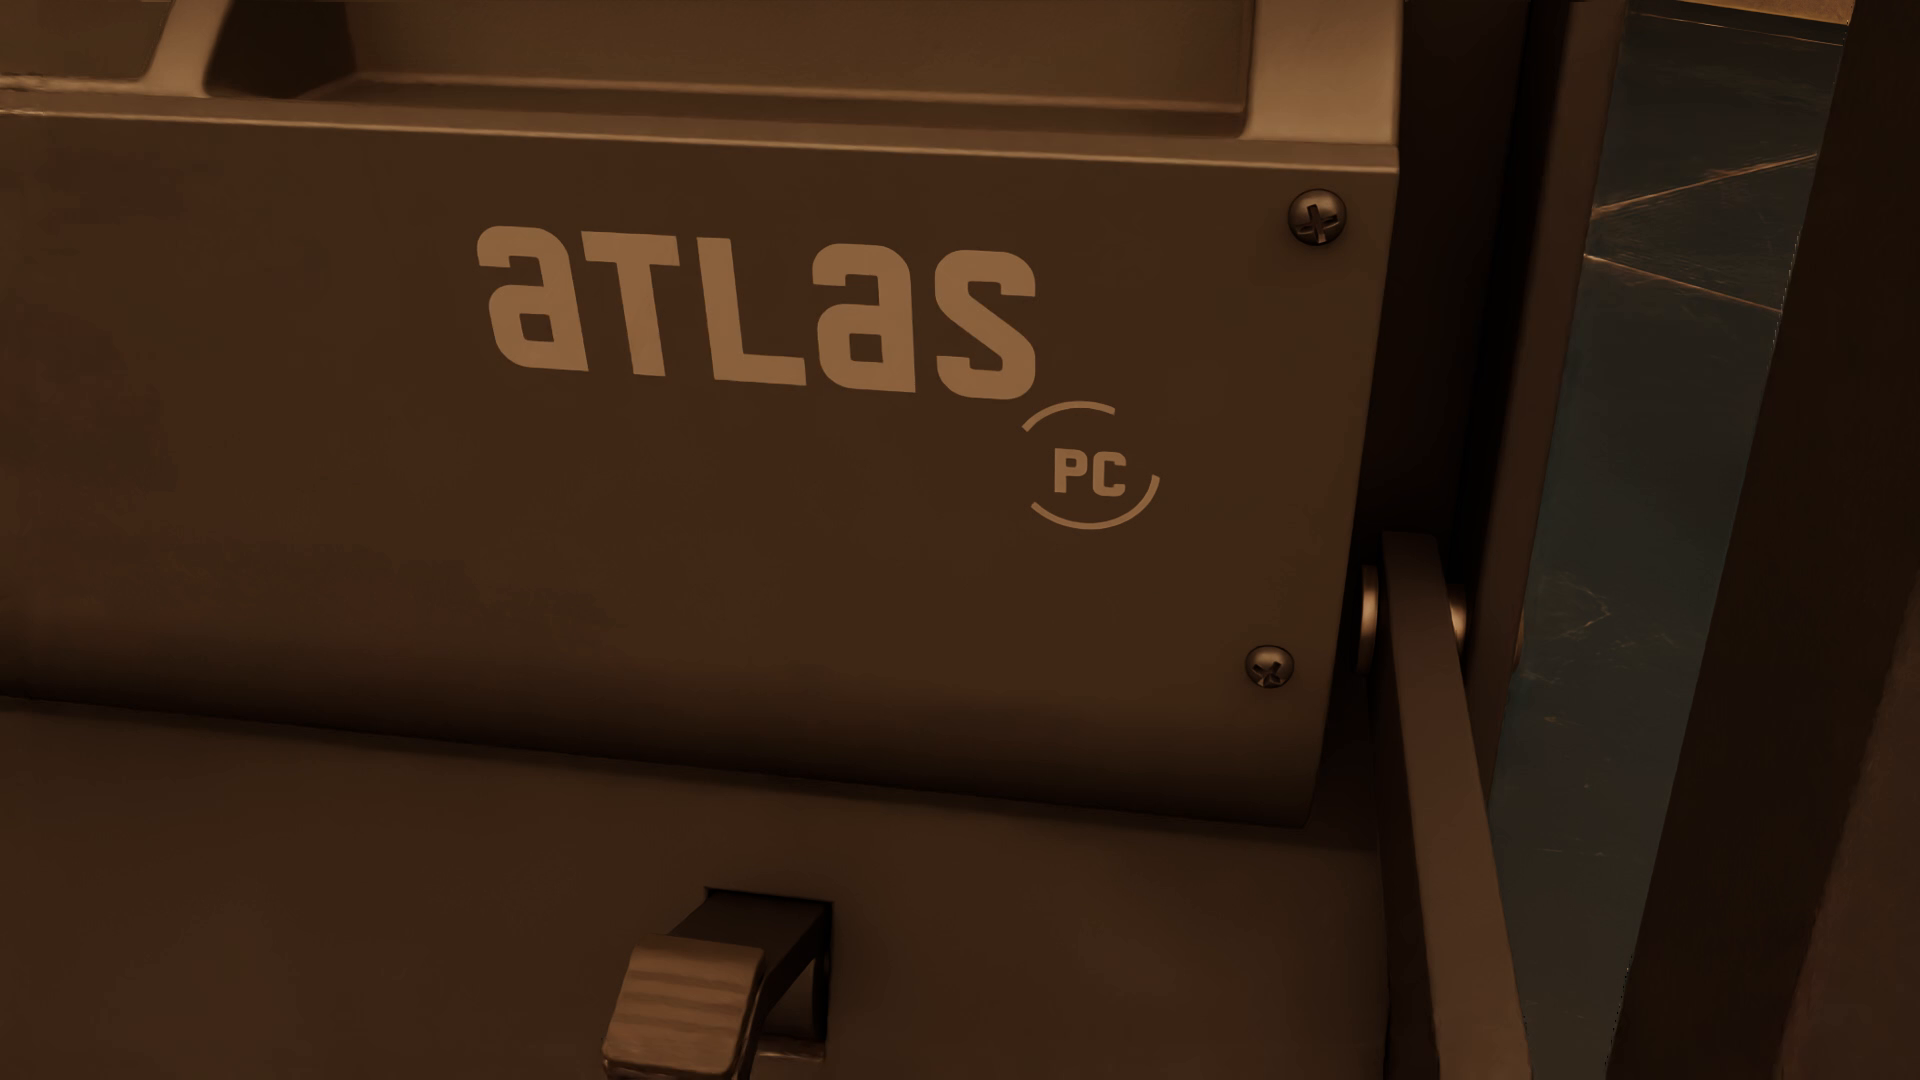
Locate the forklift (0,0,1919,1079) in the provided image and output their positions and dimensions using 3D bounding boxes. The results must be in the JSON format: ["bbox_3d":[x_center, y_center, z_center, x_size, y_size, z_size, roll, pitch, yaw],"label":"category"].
[{"bbox_3d":[-0.329,-0.537,0.301,1.130,2.935,3.031,5,27,9],"label":"forklift"}]
